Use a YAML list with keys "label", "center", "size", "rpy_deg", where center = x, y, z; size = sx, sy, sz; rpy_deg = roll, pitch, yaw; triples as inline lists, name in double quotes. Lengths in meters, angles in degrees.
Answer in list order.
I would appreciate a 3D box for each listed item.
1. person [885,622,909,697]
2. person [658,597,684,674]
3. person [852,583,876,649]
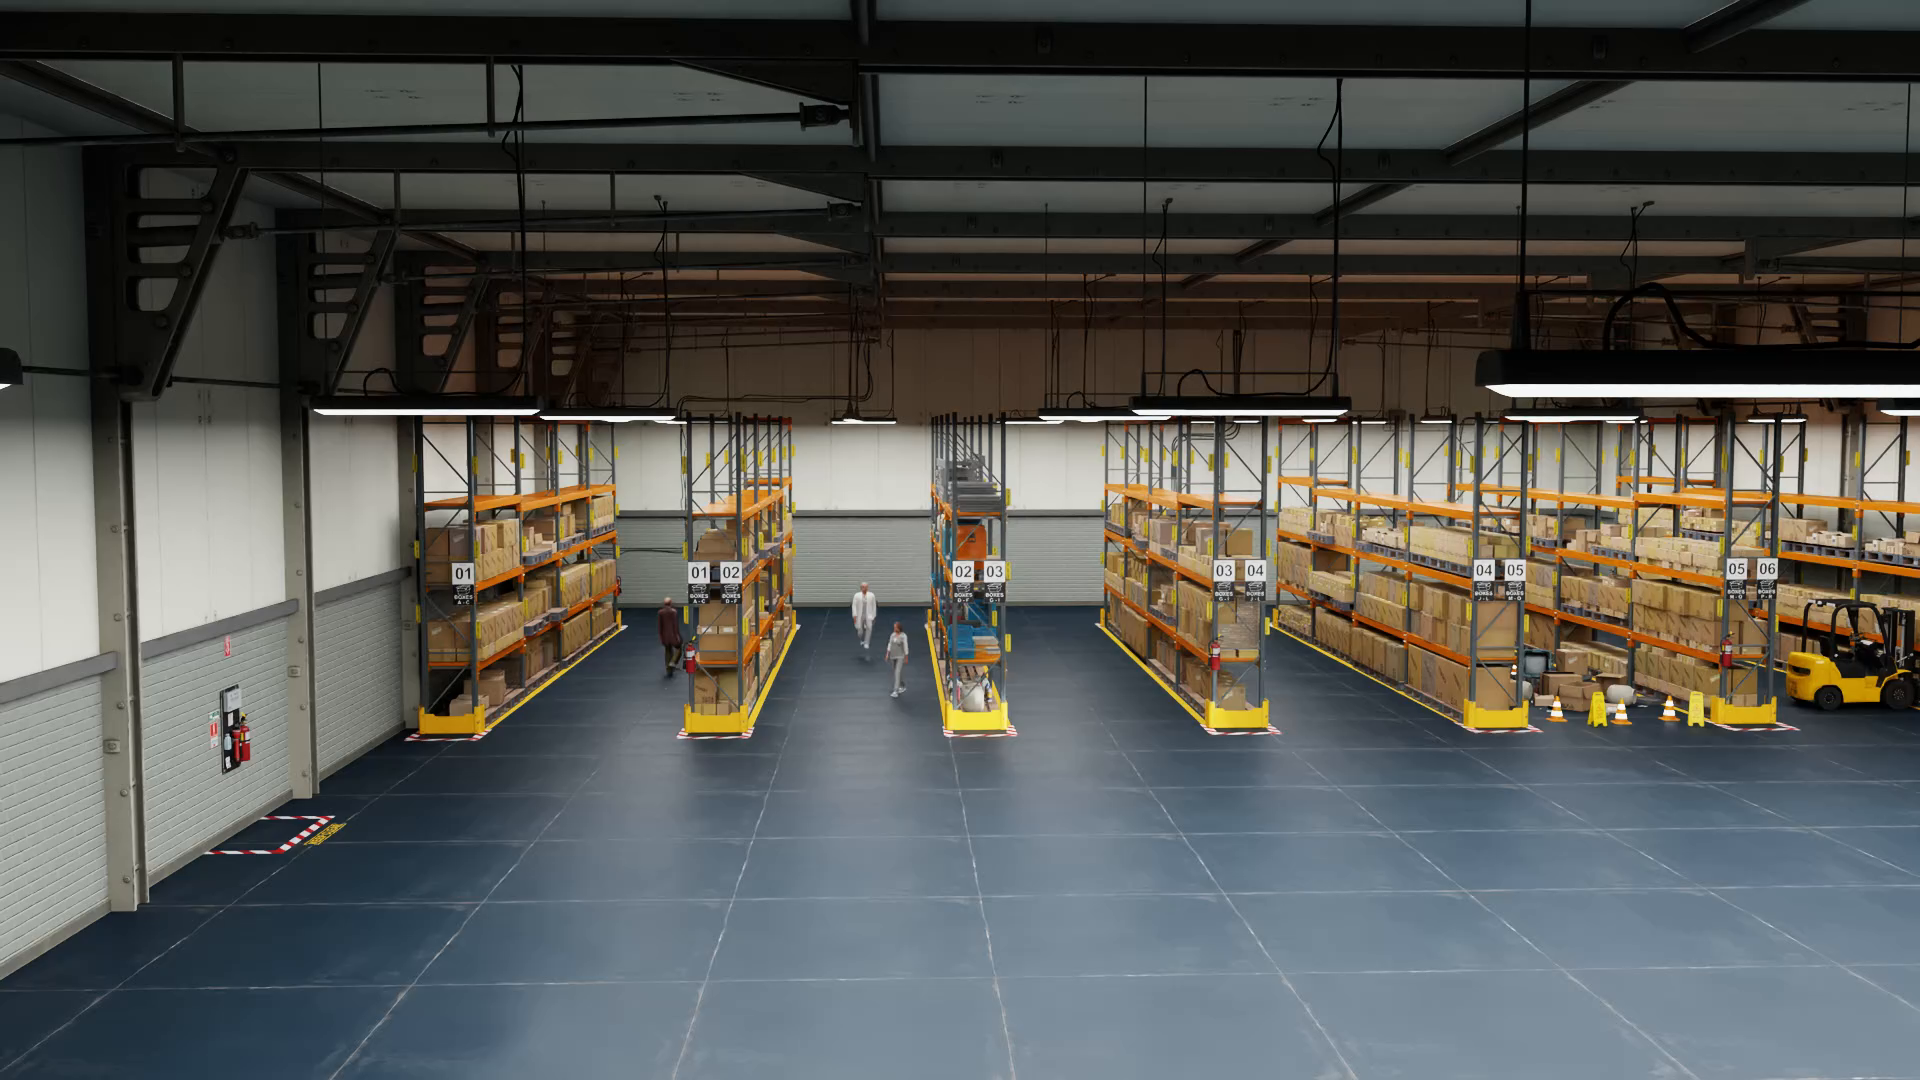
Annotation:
- label: "person"
  center: [-1.338, 2.544, 35.418]
  size: [0.422, 1.528, 0.802]
  rpy_deg: [3, 5, 36]
- label: "person"
  center: [-6.711, 2.212, 38.511]
  size: [0.626, 1.770, 0.533]
  rpy_deg: [1, 4, 8]
- label: "person"
  center: [-2.382, 1.856, 41.092]
  size: [0.583, 1.602, 1.150]
  rpy_deg: [0, 4, 1]
